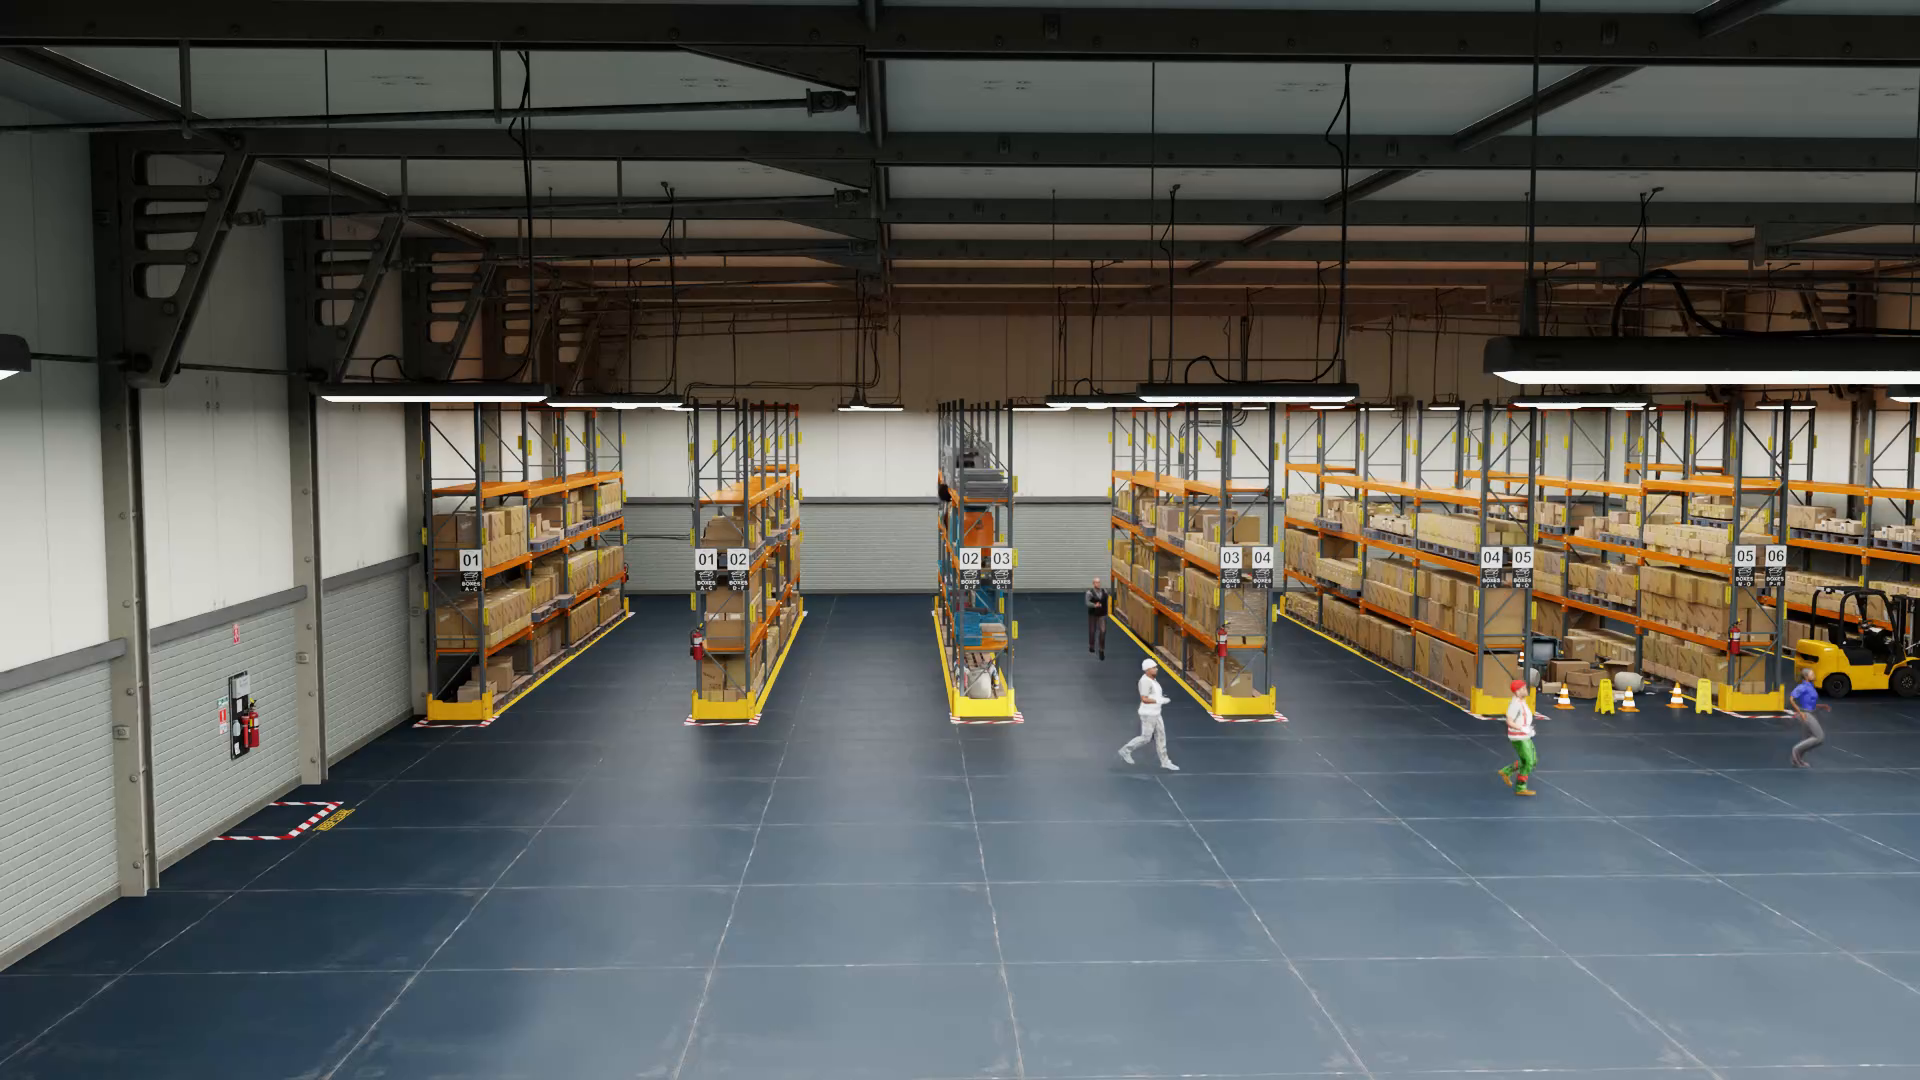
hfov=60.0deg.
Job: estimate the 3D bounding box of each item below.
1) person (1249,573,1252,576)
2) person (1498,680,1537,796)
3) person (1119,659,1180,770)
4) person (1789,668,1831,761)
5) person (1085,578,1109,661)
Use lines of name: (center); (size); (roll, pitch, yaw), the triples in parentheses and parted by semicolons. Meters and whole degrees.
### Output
person: (8.141, 1.452, 45.275); (0.684, 1.682, 0.663); (0, 4, 3)
person: (8.368, 2.961, 24.928); (0.593, 1.744, 0.678); (2, 5, 30)
person: (3.034, 2.790, 26.616); (0.984, 1.781, 0.684); (2, 5, 21)
person: (13.726, 2.838, 26.828); (0.568, 1.546, 0.560); (3, 6, 38)
person: (3.086, 1.777, 37.303); (0.620, 1.827, 0.803); (-1, 4, -9)
